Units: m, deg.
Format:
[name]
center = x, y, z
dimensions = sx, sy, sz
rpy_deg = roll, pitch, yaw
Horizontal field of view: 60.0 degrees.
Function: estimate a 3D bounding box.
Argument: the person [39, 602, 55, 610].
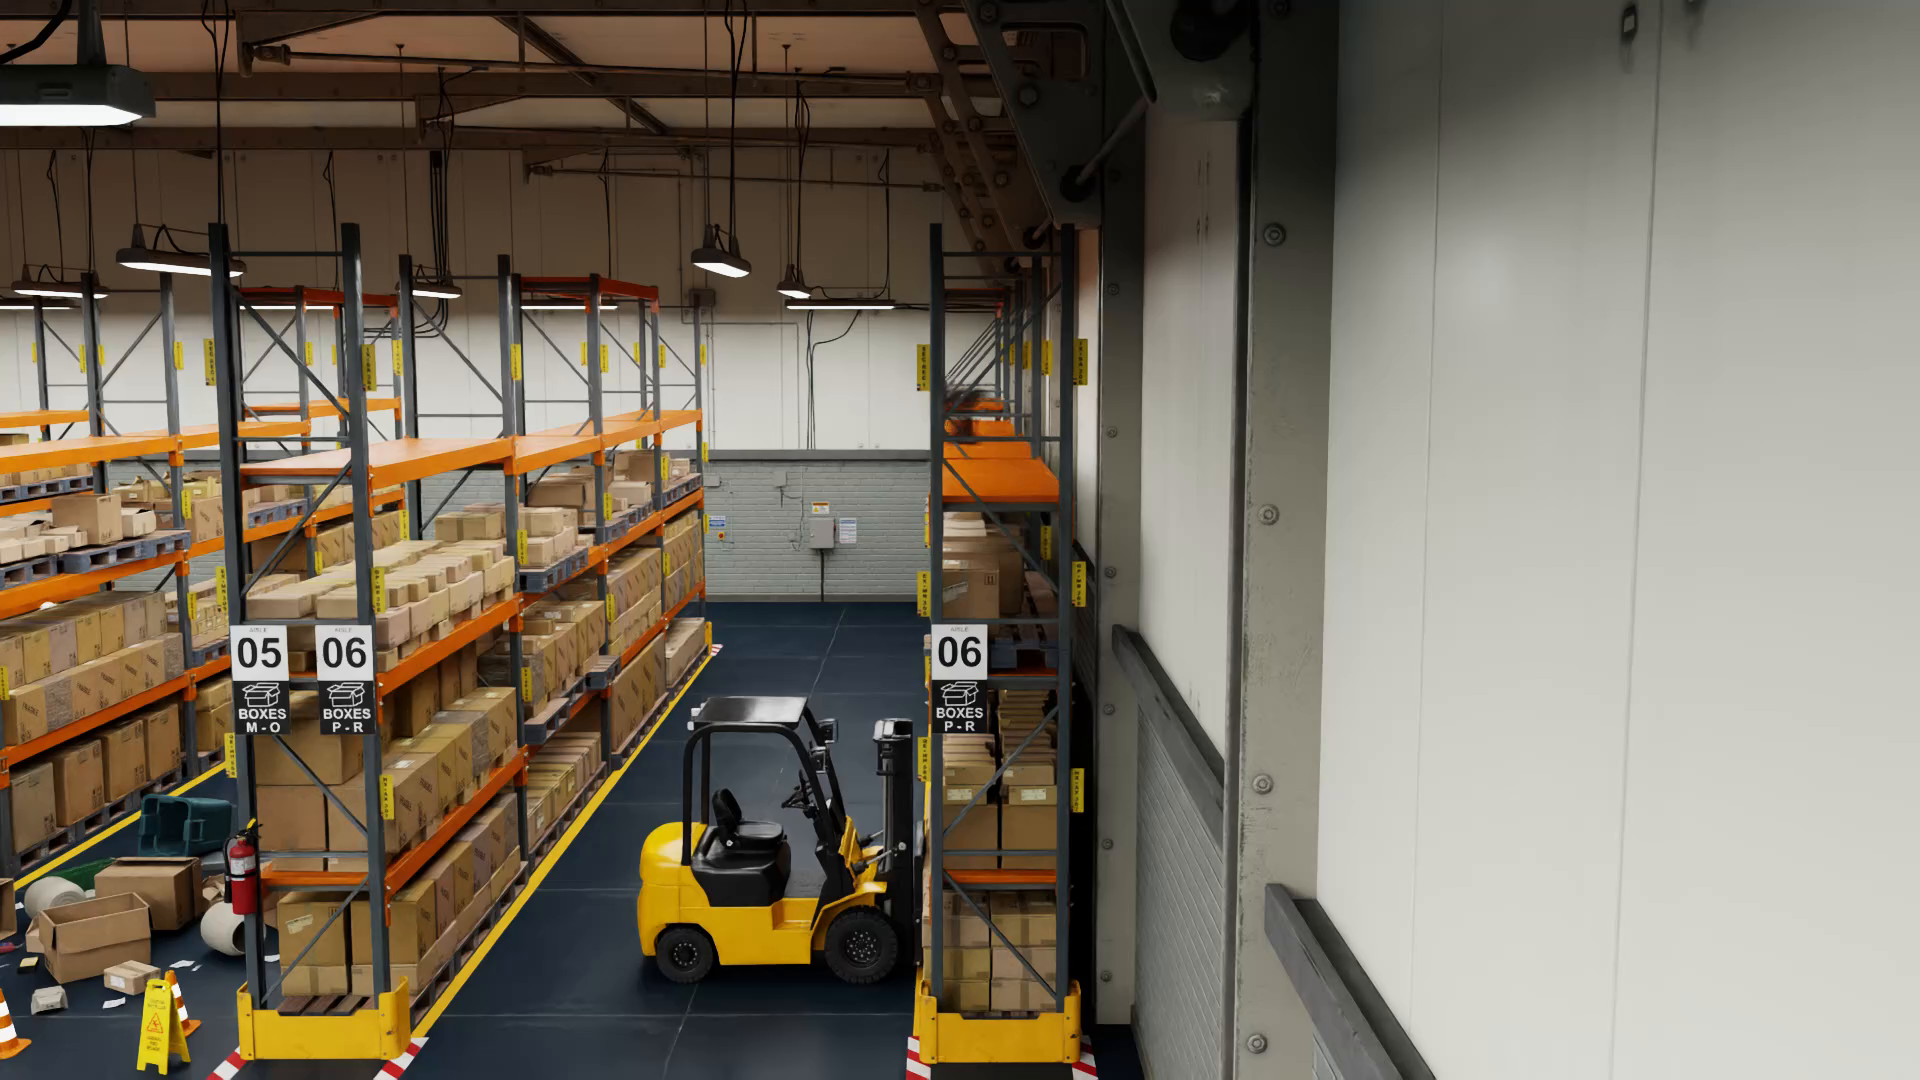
[person]
center = -12.508, 1.656, 23.072
dimensions = 0.645, 1.665, 0.759
rpy_deg = -2, 7, -14
